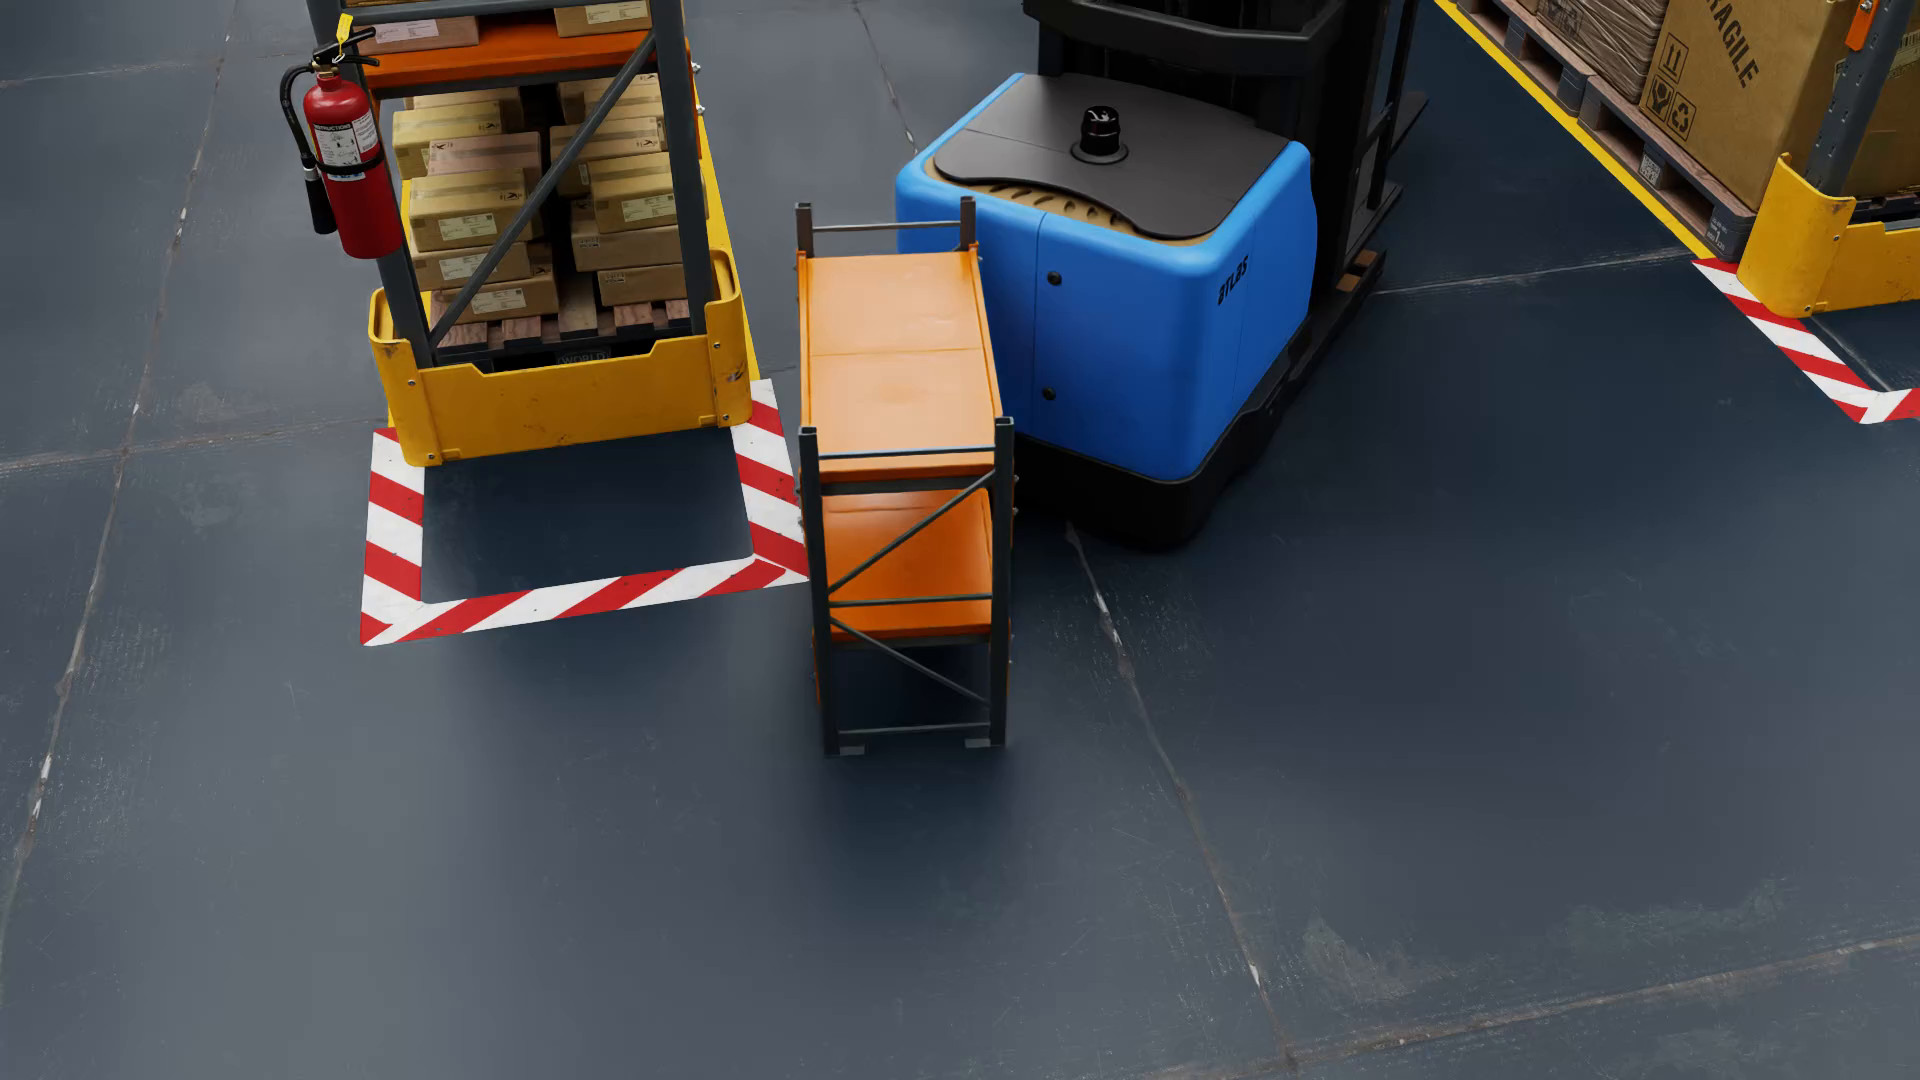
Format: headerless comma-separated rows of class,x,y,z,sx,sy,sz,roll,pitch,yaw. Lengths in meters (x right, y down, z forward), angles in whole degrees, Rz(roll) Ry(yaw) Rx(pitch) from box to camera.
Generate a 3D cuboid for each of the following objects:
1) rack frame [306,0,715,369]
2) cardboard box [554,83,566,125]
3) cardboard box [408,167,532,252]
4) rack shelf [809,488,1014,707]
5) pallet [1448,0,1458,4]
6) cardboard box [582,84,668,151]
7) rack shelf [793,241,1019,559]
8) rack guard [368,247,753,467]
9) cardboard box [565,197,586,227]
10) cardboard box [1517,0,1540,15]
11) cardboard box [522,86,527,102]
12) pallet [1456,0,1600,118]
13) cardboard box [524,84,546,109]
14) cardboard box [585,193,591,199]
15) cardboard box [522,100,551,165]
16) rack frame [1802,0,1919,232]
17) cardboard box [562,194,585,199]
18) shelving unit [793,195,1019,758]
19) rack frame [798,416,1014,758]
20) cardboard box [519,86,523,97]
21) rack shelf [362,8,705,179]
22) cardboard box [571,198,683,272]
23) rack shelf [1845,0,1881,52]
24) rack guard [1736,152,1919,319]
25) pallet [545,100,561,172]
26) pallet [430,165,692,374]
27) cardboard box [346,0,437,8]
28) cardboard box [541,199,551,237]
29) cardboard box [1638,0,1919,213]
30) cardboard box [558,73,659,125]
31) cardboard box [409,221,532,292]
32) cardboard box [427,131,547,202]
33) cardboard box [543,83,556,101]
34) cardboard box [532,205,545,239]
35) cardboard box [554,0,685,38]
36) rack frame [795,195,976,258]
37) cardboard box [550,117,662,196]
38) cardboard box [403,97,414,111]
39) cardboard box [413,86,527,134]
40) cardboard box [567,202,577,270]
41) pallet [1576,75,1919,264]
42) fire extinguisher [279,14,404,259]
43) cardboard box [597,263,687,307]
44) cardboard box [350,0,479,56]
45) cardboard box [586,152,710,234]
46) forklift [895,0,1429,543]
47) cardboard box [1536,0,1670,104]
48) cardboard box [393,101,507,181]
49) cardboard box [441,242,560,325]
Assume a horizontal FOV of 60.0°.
rack frame,-1.294,-1.501,4.681,1.000,3.000,0.127,-8,42,-9
cardboard box,-1.400,-1.751,6.570,0.380,0.149,0.250,-10,43,-11
cardboard box,-1.656,-1.121,5.637,0.380,0.149,0.250,-8,42,-9
rack shelf,-0.165,0.002,4.768,0.538,0.278,1.000,-3,42,-3
pallet,2.795,-3.192,8.687,1.003,0.211,1.213,-8,42,-9
cardboard box,-1.182,-1.546,6.115,0.380,0.149,0.250,-8,42,-9
rack shelf,-0.165,-0.400,4.412,0.538,0.278,1.000,-3,42,-3
rack guard,-1.311,-0.615,5.567,1.175,0.500,0.348,-8,42,-9
cardboard box,-1.292,-1.295,6.281,0.380,0.149,0.250,-8,42,-9
cardboard box,2.966,-3.079,7.743,0.875,0.875,0.875,-8,42,-9
cardboard box,-1.961,-1.734,6.775,0.380,0.149,0.250,-8,42,-8
pallet,3.062,-2.400,7.794,1.003,0.211,1.213,-8,42,-9
cardboard box,-1.942,-1.908,6.971,0.380,0.149,0.250,-7,42,-8
cardboard box,-1.161,-1.265,6.023,0.380,0.149,0.250,-9,42,-9
cardboard box,-1.758,-1.530,6.321,0.380,0.149,0.250,-9,42,-10
rack frame,3.570,-2.146,5.408,1.000,3.000,0.127,-8,42,-9
cardboard box,-1.300,-1.411,6.187,0.380,0.149,0.250,-8,42,-9
shelving unit,-0.165,-0.181,4.606,0.538,1.125,1.048,-3,42,-3
rack frame,-0.124,0.156,4.227,0.500,1.125,0.032,-3,42,-3
cardboard box,-1.962,-1.844,6.674,0.380,0.149,0.250,-6,42,-7
rack shelf,-1.726,-2.528,6.381,1.077,0.370,4.000,-8,42,-9
cardboard box,-1.157,-1.079,5.814,0.380,0.149,0.250,-7,42,-7
rack shelf,3.139,-3.174,7.107,1.077,0.370,4.000,-8,42,-9
rack guard,3.576,-1.196,6.220,1.175,0.500,0.348,-8,42,-9
pallet,-1.712,-1.828,7.151,1.003,0.211,1.213,-8,42,-9
pallet,-1.452,-1.039,6.262,1.003,0.211,1.213,-8,42,-9
cardboard box,-1.643,-1.904,4.836,0.500,0.500,0.500,-8,42,-8
cardboard box,-1.739,-1.239,6.217,0.380,0.149,0.250,-9,42,-9
cardboard box,3.354,-1.912,6.429,0.875,0.875,0.875,-8,42,-9
cardboard box,-1.316,-1.695,6.283,0.380,0.149,0.250,-10,43,-11
cardboard box,-1.687,-1.004,5.729,0.380,0.149,0.250,-9,42,-10
cardboard box,-1.654,-1.292,5.829,0.380,0.149,0.250,-8,42,-8
cardboard box,-1.498,-1.921,6.762,0.380,0.149,0.250,-6,42,-7
cardboard box,-1.691,-1.181,5.929,0.380,0.149,0.250,-9,42,-10
cardboard box,-1.044,-1.664,5.054,0.380,0.149,0.250,-9,42,-10
rack frame,-0.206,-0.517,4.985,0.500,1.125,0.032,-3,42,-3
cardboard box,-1.253,-1.364,5.910,0.380,0.149,0.250,-8,42,-9
cardboard box,-1.941,-1.785,6.384,0.380,0.149,0.250,-7,42,-8
cardboard box,-1.828,-1.619,6.197,0.380,0.149,0.250,-10,43,-11
cardboard box,-1.231,-1.135,6.101,0.380,0.149,0.250,-9,42,-9
pallet,3.321,-1.610,6.905,1.003,0.211,1.213,-8,42,-9
fire extinguisher,-1.691,-1.103,4.572,0.296,0.674,0.183,-8,42,-9
cardboard box,-1.095,-0.977,5.923,0.380,0.149,0.250,-8,42,-8
cardboard box,-1.641,-1.578,4.957,0.380,0.149,0.250,-8,42,-9
cardboard box,-1.076,-1.203,5.728,0.380,0.149,0.250,-10,43,-11
forklift,0.952,-2.053,5.355,1.130,2.935,3.031,20,45,21
cardboard box,3.158,-2.502,7.093,0.875,0.875,0.875,-8,42,-9
cardboard box,-1.834,-1.442,5.998,0.380,0.149,0.250,-9,42,-10
cardboard box,-1.612,-0.903,5.839,0.380,0.149,0.250,-8,42,-9
